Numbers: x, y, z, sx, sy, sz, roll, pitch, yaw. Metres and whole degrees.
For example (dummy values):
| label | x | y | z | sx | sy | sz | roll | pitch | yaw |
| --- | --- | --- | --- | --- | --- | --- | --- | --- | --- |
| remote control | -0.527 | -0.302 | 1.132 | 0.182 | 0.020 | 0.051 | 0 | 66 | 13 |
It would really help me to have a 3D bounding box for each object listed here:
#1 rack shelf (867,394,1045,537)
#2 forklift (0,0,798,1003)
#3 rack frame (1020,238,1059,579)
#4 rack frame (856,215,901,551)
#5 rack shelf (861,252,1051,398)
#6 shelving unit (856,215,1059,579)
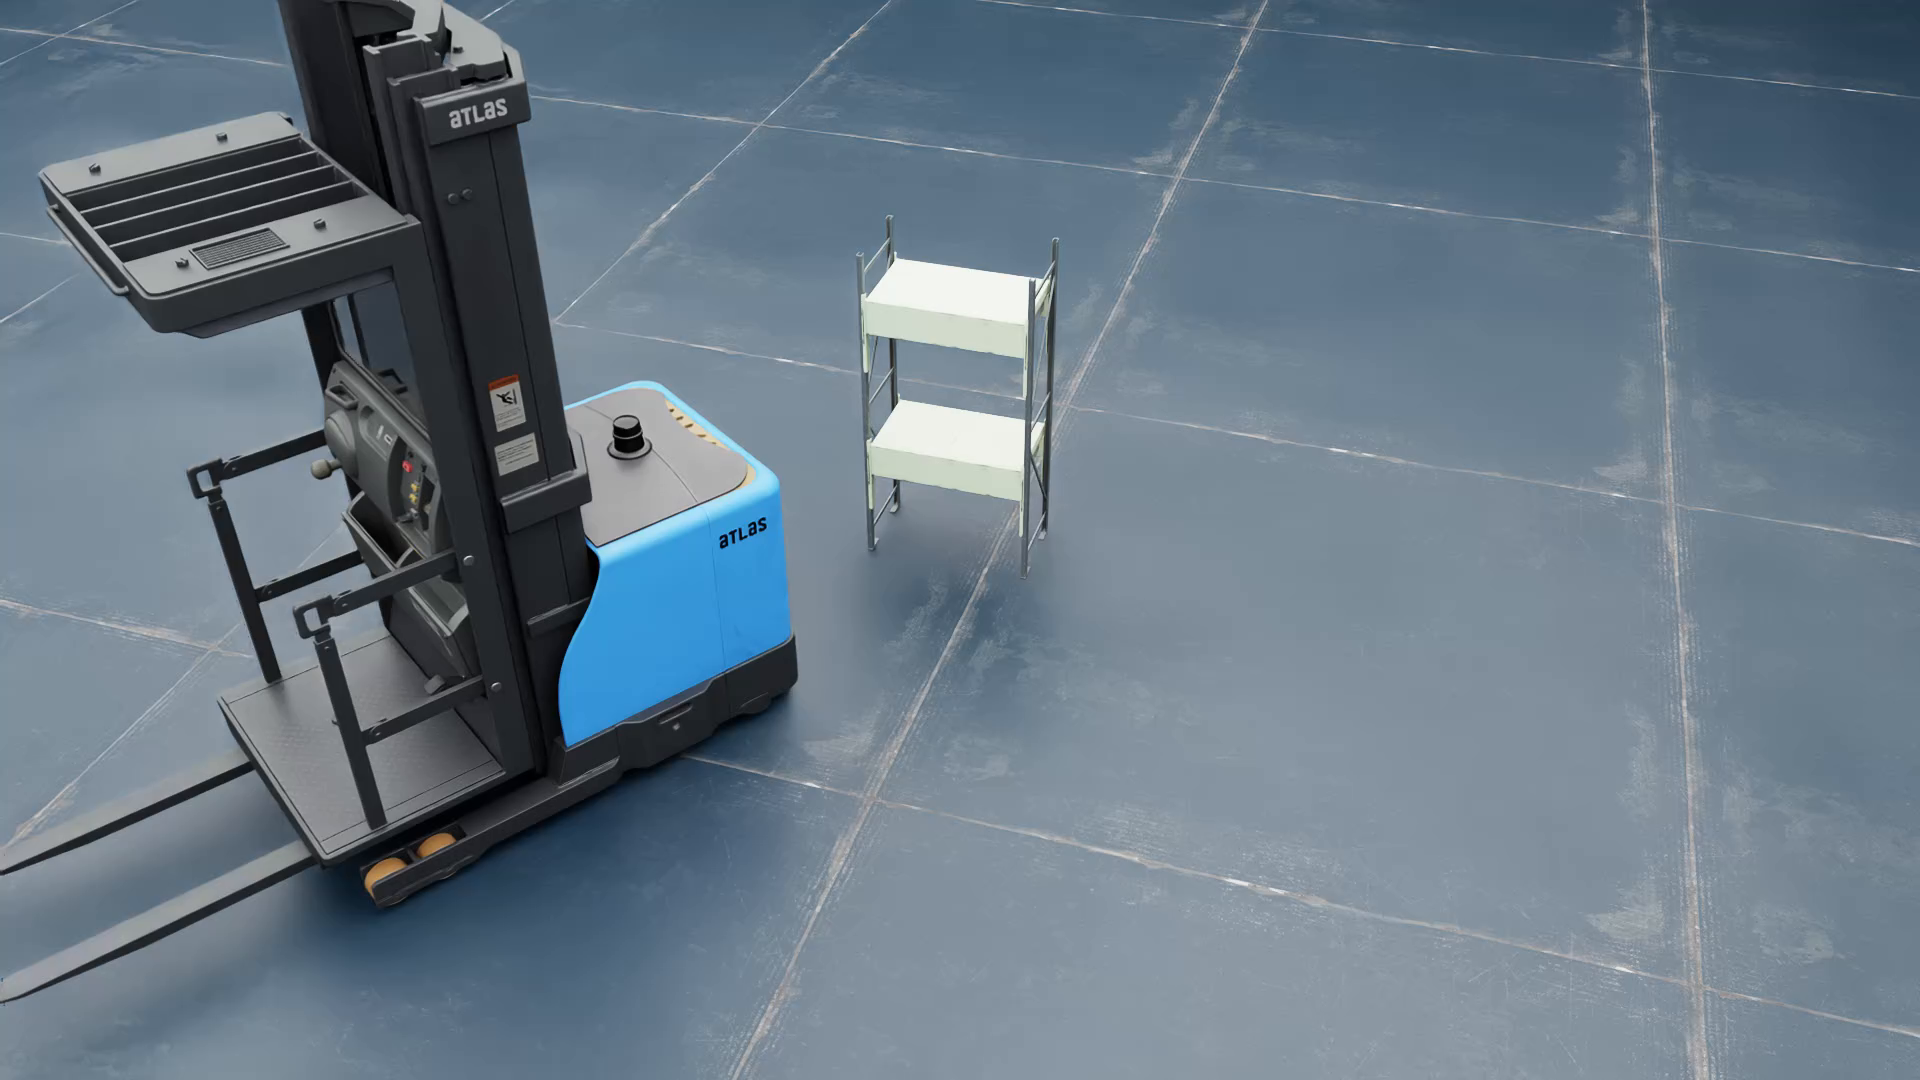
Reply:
| label | x | y | z | sx | sy | sz | roll | pitch | yaw |
| --- | --- | --- | --- | --- | --- | --- | --- | --- | --- |
| rack shelf | -0.006 | -0.343 | 7.500 | 0.720 | 0.370 | 0.431 | 10 | 38 | 14 |
| forklift | -2.134 | -0.227 | 5.585 | 3.031 | 2.935 | 1.130 | -25 | 43 | -30 |
| rack frame | 0.343 | -0.541 | 7.219 | 0.023 | 1.500 | 0.400 | 10 | 38 | 14 |
| rack frame | -0.356 | -0.670 | 7.395 | 0.023 | 1.500 | 0.400 | 10 | 38 | 14 |
| rack shelf | -0.006 | -0.919 | 7.076 | 0.720 | 0.370 | 0.431 | 10 | 38 | 14 |
| shelving unit | -0.006 | -0.605 | 7.307 | 0.755 | 1.500 | 0.431 | 10 | 38 | 14 |
